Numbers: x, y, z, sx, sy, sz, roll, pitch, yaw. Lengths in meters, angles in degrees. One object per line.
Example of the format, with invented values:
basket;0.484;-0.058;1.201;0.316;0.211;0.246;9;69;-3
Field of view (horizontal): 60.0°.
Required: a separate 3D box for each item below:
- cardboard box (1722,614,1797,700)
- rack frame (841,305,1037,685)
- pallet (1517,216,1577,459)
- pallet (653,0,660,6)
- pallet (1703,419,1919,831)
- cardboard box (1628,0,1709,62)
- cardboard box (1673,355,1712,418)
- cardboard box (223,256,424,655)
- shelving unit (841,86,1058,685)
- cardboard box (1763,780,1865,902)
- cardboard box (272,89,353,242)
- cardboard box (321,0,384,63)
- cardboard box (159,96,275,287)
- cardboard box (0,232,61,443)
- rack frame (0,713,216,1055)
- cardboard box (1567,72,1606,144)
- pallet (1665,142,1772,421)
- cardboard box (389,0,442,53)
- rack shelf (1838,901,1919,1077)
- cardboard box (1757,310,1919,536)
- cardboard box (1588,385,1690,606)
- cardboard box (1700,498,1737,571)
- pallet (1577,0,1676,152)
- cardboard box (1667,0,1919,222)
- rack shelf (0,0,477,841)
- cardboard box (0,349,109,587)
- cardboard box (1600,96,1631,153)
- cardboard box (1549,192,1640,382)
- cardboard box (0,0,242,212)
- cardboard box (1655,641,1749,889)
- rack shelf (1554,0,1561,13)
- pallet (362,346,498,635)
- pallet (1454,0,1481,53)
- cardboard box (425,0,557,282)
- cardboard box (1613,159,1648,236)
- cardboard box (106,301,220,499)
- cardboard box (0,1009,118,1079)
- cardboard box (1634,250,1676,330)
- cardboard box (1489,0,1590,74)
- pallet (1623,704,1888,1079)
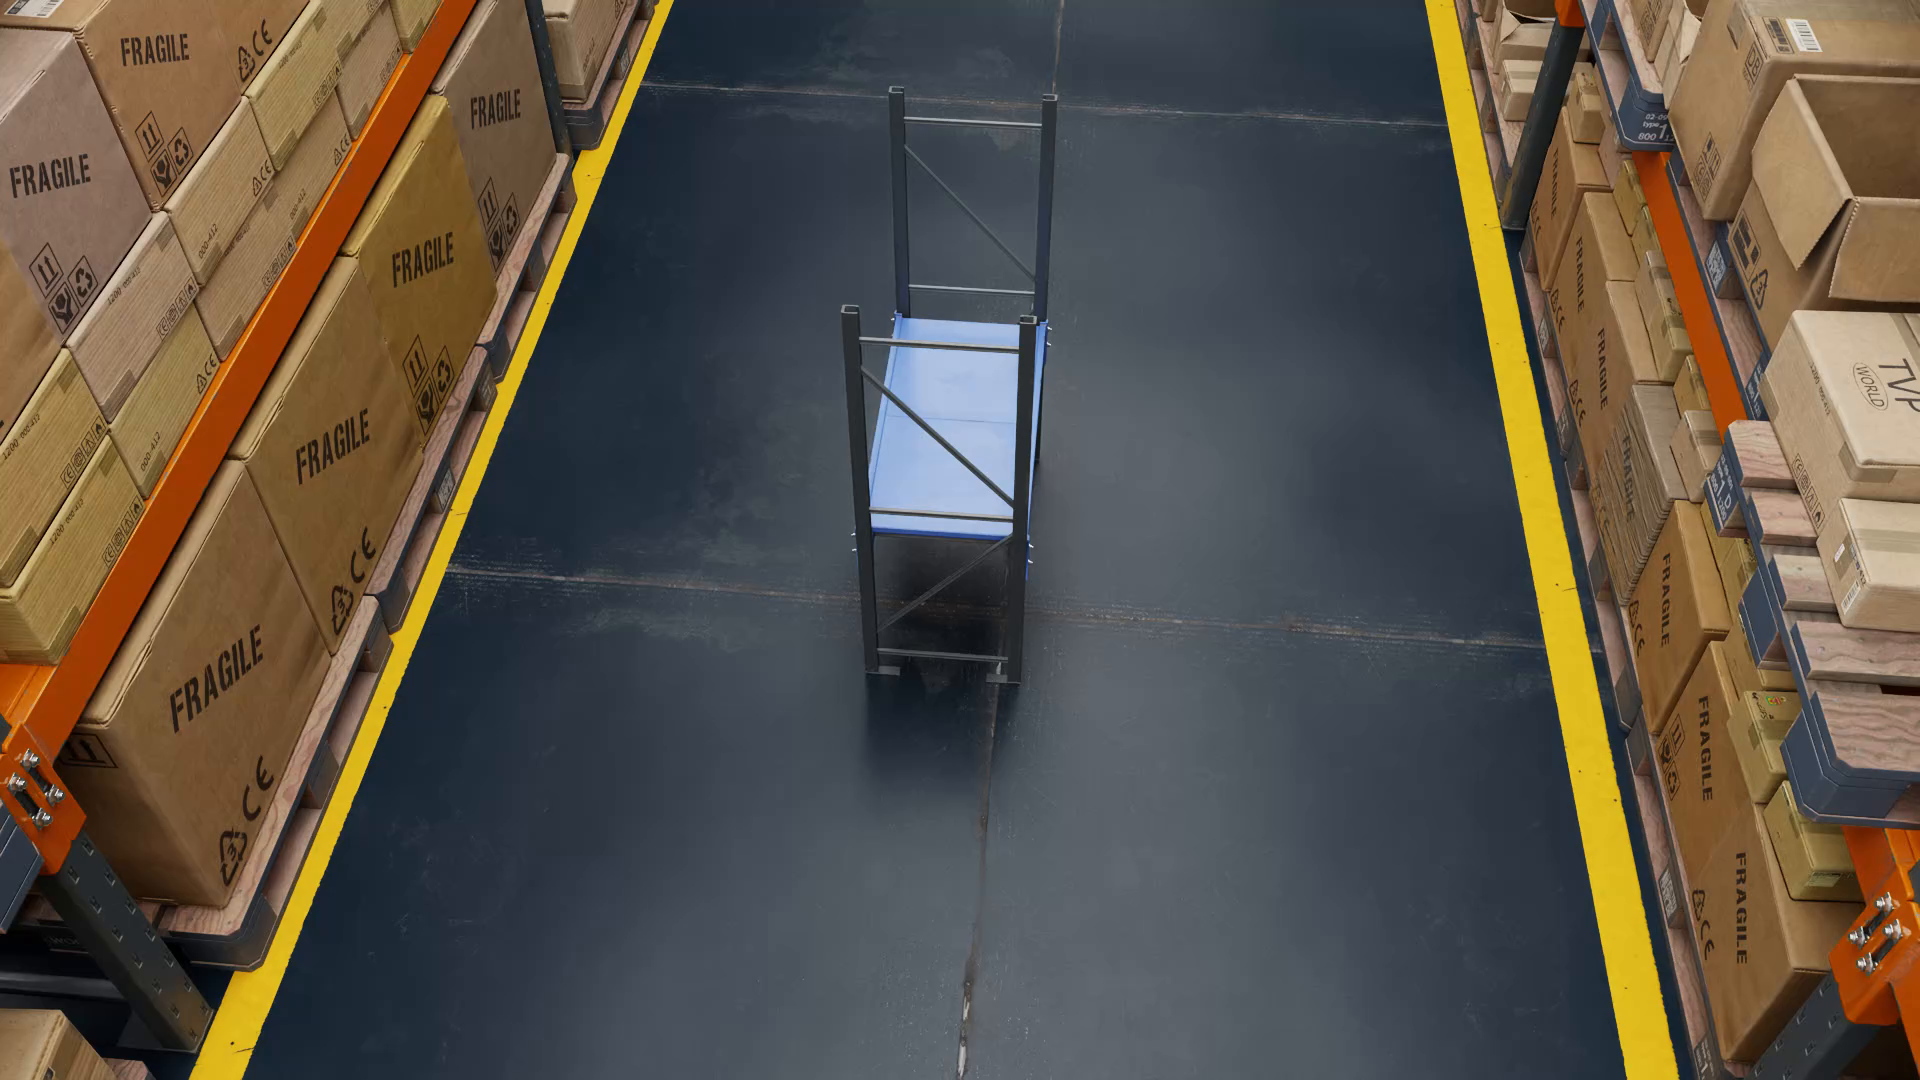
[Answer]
cardboard box;2.252;0.337;4.379;0.380;0.149;0.250;2;48;2
rack frame;-0.054;-0.070;4.798;0.500;1.500;0.032;4;48;4
pallet;2.725;-0.771;6.312;1.003;0.211;1.213;4;48;4
pallet;-1.926;-3.154;8.492;1.003;0.211;1.213;4;48;4
pallet;2.389;0.189;3.674;1.213;0.211;1.003;4;48;4
cardboard box;2.447;-1.767;4.981;0.700;0.500;0.500;4;48;4
cardboard box;2.412;-0.419;5.071;0.380;0.149;0.250;4;48;4
cardboard box;-2.315;-0.286;5.134;0.875;0.875;0.875;4;48;4
shelving unit;-0.008;-0.443;5.139;0.538;1.500;1.048;4;48;4
cardboard box;2.190;0.730;4.019;0.380;0.149;0.250;2;48;2
cardboard box;-2.127;-1.122;4.845;0.500;0.250;0.500;4;48;4
cardboard box;-2.059;-1.672;5.009;0.500;0.250;0.500;5;48;4
cardboard box;-2.148;-0.923;4.324;0.500;0.250;0.500;4;48;3
cardboard box;-2.258;-0.421;3.357;0.500;0.500;0.500;2;48;2
rack frame;-2.546;0.296;3.446;1.000;3.000;0.127;4;48;4
cardboard box;2.464;-1.583;6.135;0.380;0.149;0.250;6;48;5
pallet;2.570;-0.737;4.522;1.003;0.211;1.213;4;48;4
cardboard box;-2.019;-1.872;5.531;0.500;0.250;0.500;3;48;3
rack shelf;2.215;2.340;2.065;1.077;0.370;4.000;4;48;4
cardboard box;2.171;-0.261;3.773;0.500;0.250;0.500;2;48;2
cardboard box;2.351;-0.131;5.246;0.500;0.500;0.500;2;48;2
cardboard box;2.343;-0.037;4.721;0.380;0.149;0.250;3;48;3
pallet;2.580;-1.667;5.372;1.003;0.211;1.213;4;48;4
cardboard box;2.376;-1.190;4.453;0.700;0.500;0.500;4;48;3
rack shelf;-2.364;-0.931;5.056;1.077;0.370;4.000;4;48;4
cardboard box;-2.254;-0.178;3.643;0.500;0.250;0.500;4;48;3
cardboard box;2.488;-1.490;5.848;0.380;0.149;0.250;2;48;2
cardboard box;2.455;-0.878;5.930;0.500;0.500;0.500;3;48;3
cardboard box;-2.160;-1.165;4.038;0.500;0.500;0.500;5;48;5
cardboard box;2.277;0.637;4.544;0.500;0.500;0.500;3;48;3
rack shelf;2.944;-3.539;7.442;1.077;0.370;4.000;4;48;4
pallet;-2.286;-0.231;5.818;1.003;0.211;1.213;4;48;4
pallet;2.934;-2.774;8.145;1.003;0.211;1.213;4;48;4
cardboard box;-2.159;-1.607;6.342;0.875;0.875;0.875;5;48;5
cardboard box;2.504;-1.185;5.771;0.380;0.149;0.250;2;48;2
cardboard box;-2.222;-0.374;4.161;0.500;0.250;0.500;3;48;2
cardboard box;-2.608;1.456;3.882;0.950;0.372;0.625;1;48;1
cardboard box;2.432;-0.802;5.420;0.380;0.149;0.250;4;48;3
cardboard box;2.552;-2.223;7.318;0.396;0.266;0.258;5;48;5
pallet;2.503;1.022;4.672;1.003;0.211;1.213;4;48;4
